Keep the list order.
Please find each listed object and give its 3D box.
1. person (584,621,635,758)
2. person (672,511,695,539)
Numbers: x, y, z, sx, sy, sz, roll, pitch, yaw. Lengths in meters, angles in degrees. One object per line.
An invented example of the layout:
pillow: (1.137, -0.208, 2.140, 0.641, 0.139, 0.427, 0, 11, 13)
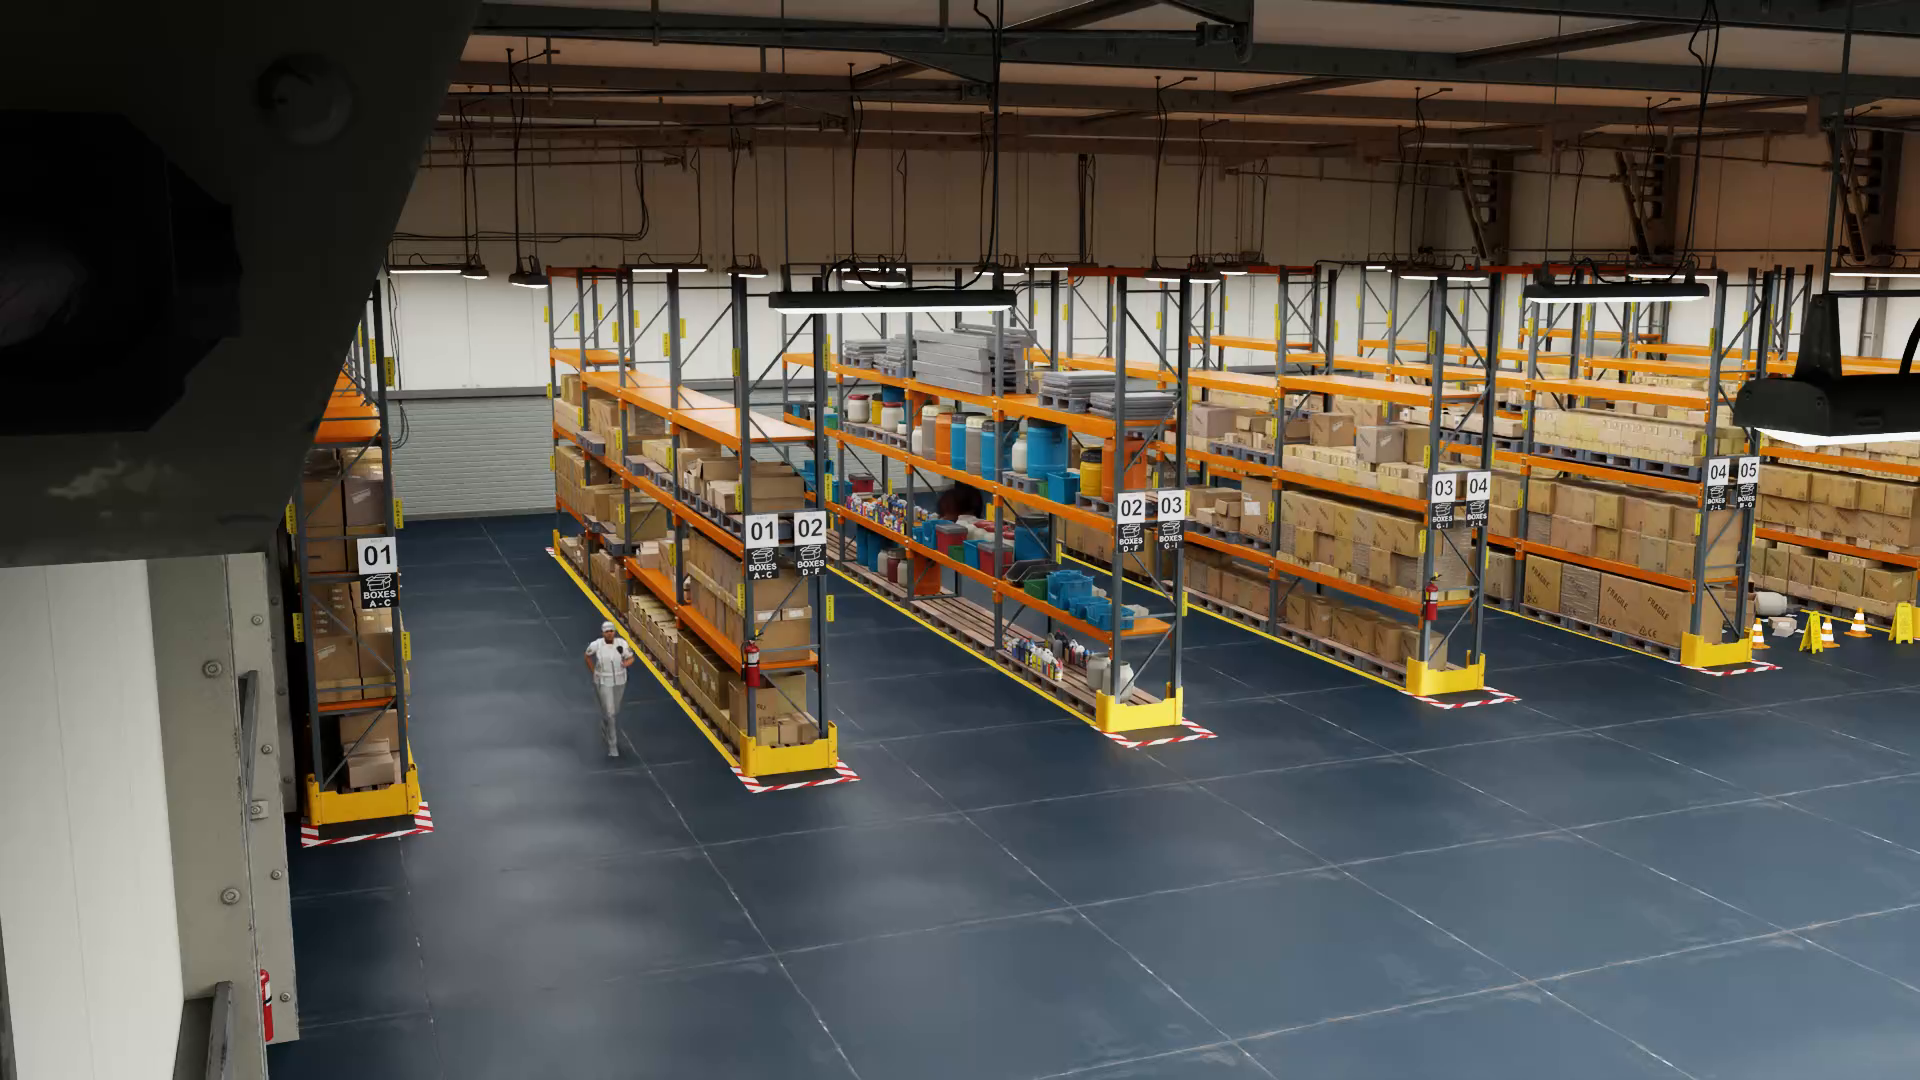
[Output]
person: (-4.445, 1.862, 21.248, 0.581, 1.721, 0.794, -6, 11, -29)
person: (-5.787, -0.538, 34.717, 0.673, 1.702, 0.573, -6, 11, -30)
